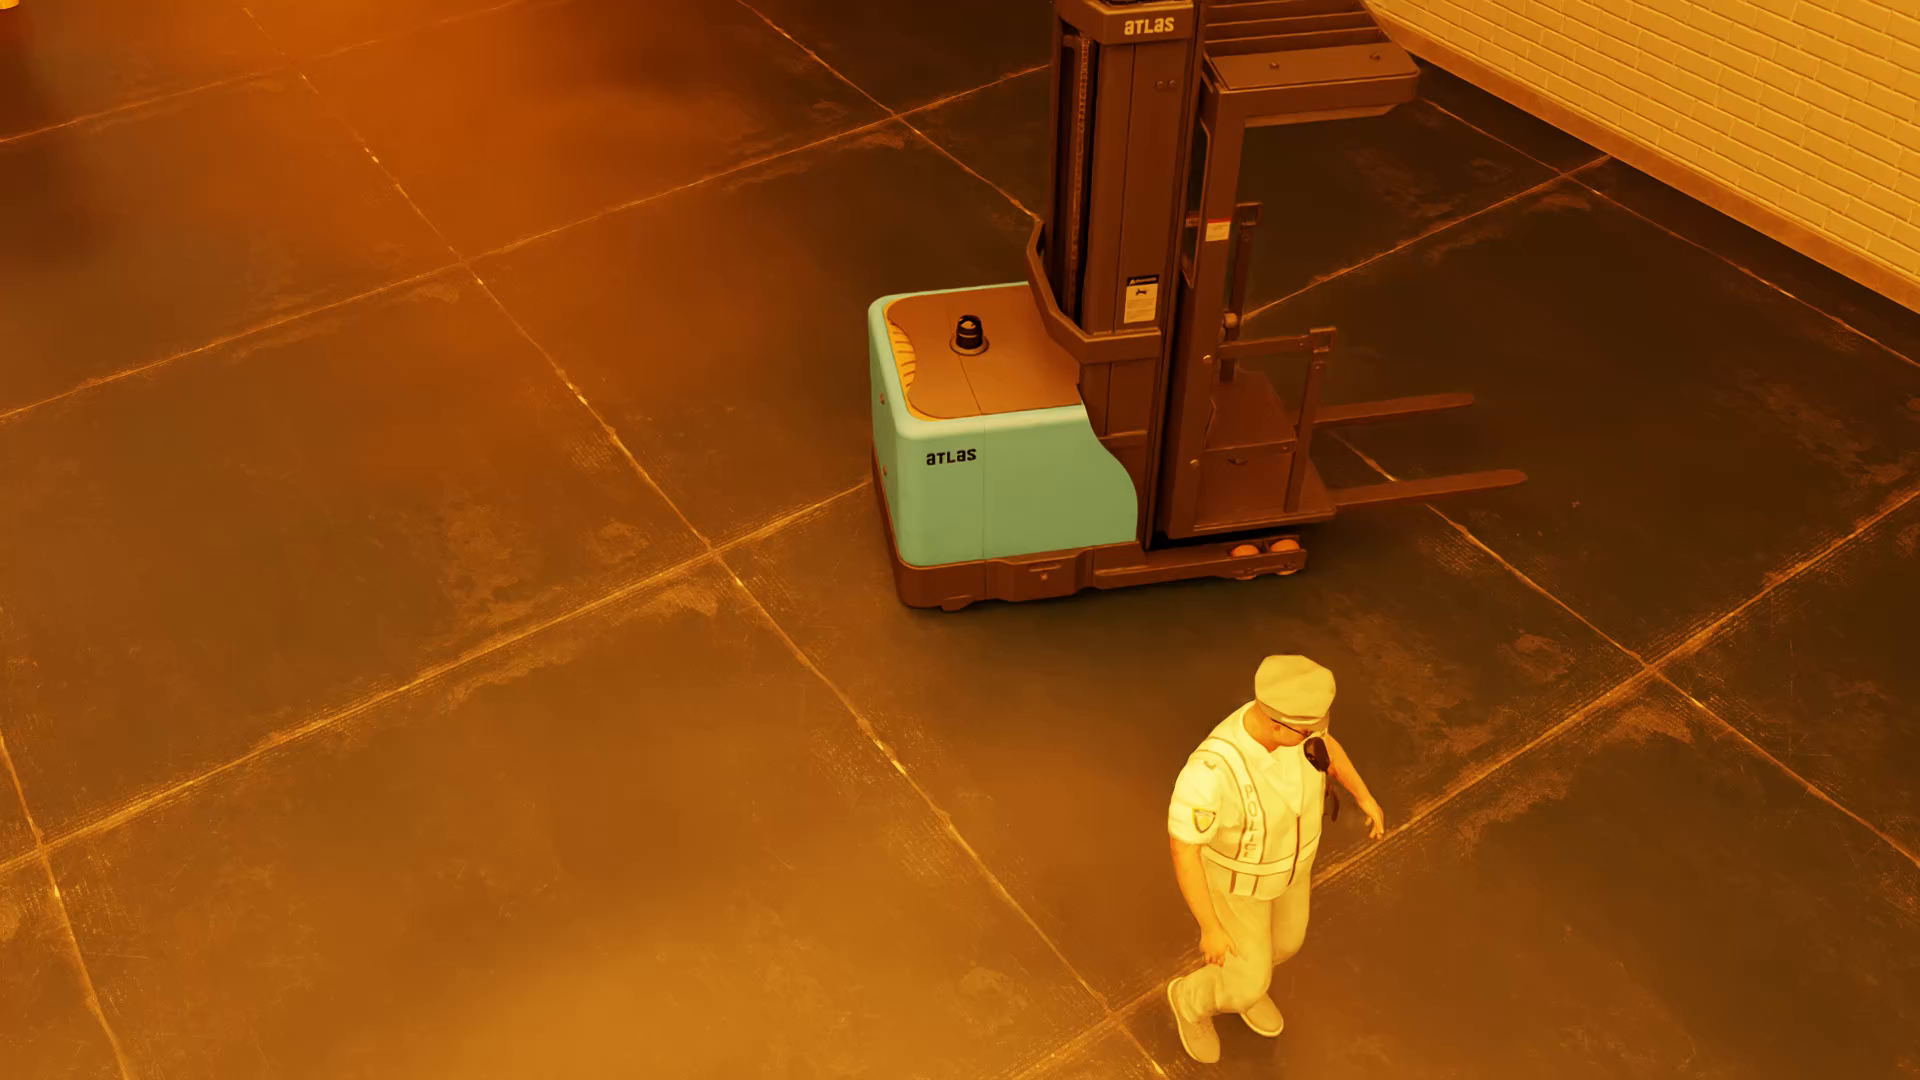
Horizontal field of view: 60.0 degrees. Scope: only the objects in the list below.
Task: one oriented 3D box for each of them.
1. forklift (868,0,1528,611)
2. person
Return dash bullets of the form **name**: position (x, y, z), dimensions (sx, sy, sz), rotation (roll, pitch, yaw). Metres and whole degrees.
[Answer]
- **forklift**: position (1.139, -1.241, 7.062), dimensions (3.031, 2.935, 1.130), rotation (-7, 43, -7)
- **person**: position (1.025, 1.069, 5.480), dimensions (0.823, 1.756, 0.491), rotation (-25, 48, -25)
